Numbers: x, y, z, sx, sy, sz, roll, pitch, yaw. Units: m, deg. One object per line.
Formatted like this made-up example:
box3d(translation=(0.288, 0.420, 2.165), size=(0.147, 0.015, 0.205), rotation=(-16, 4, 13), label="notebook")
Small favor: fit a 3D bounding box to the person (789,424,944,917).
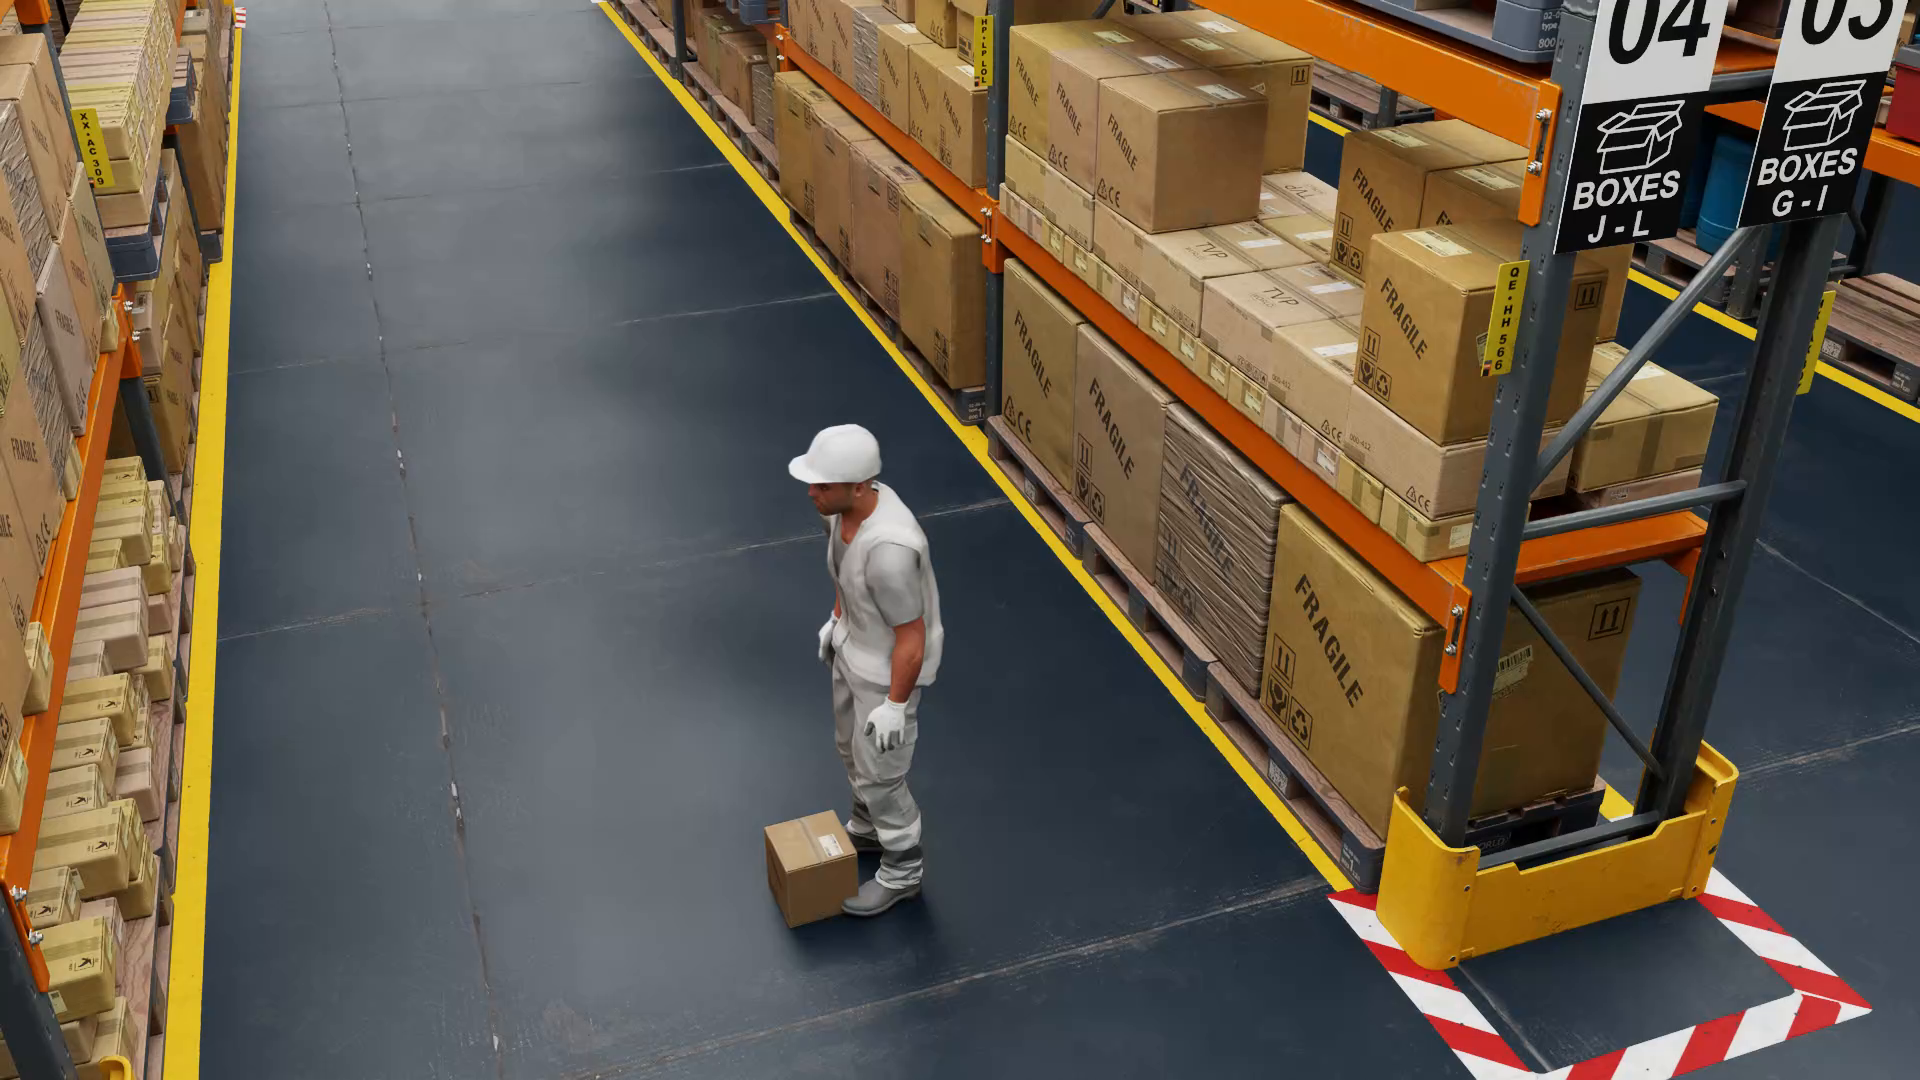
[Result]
box3d(translation=(-0.300, 0.417, 5.378), size=(0.454, 1.779, 0.620), rotation=(-11, 31, -19), label="person")
